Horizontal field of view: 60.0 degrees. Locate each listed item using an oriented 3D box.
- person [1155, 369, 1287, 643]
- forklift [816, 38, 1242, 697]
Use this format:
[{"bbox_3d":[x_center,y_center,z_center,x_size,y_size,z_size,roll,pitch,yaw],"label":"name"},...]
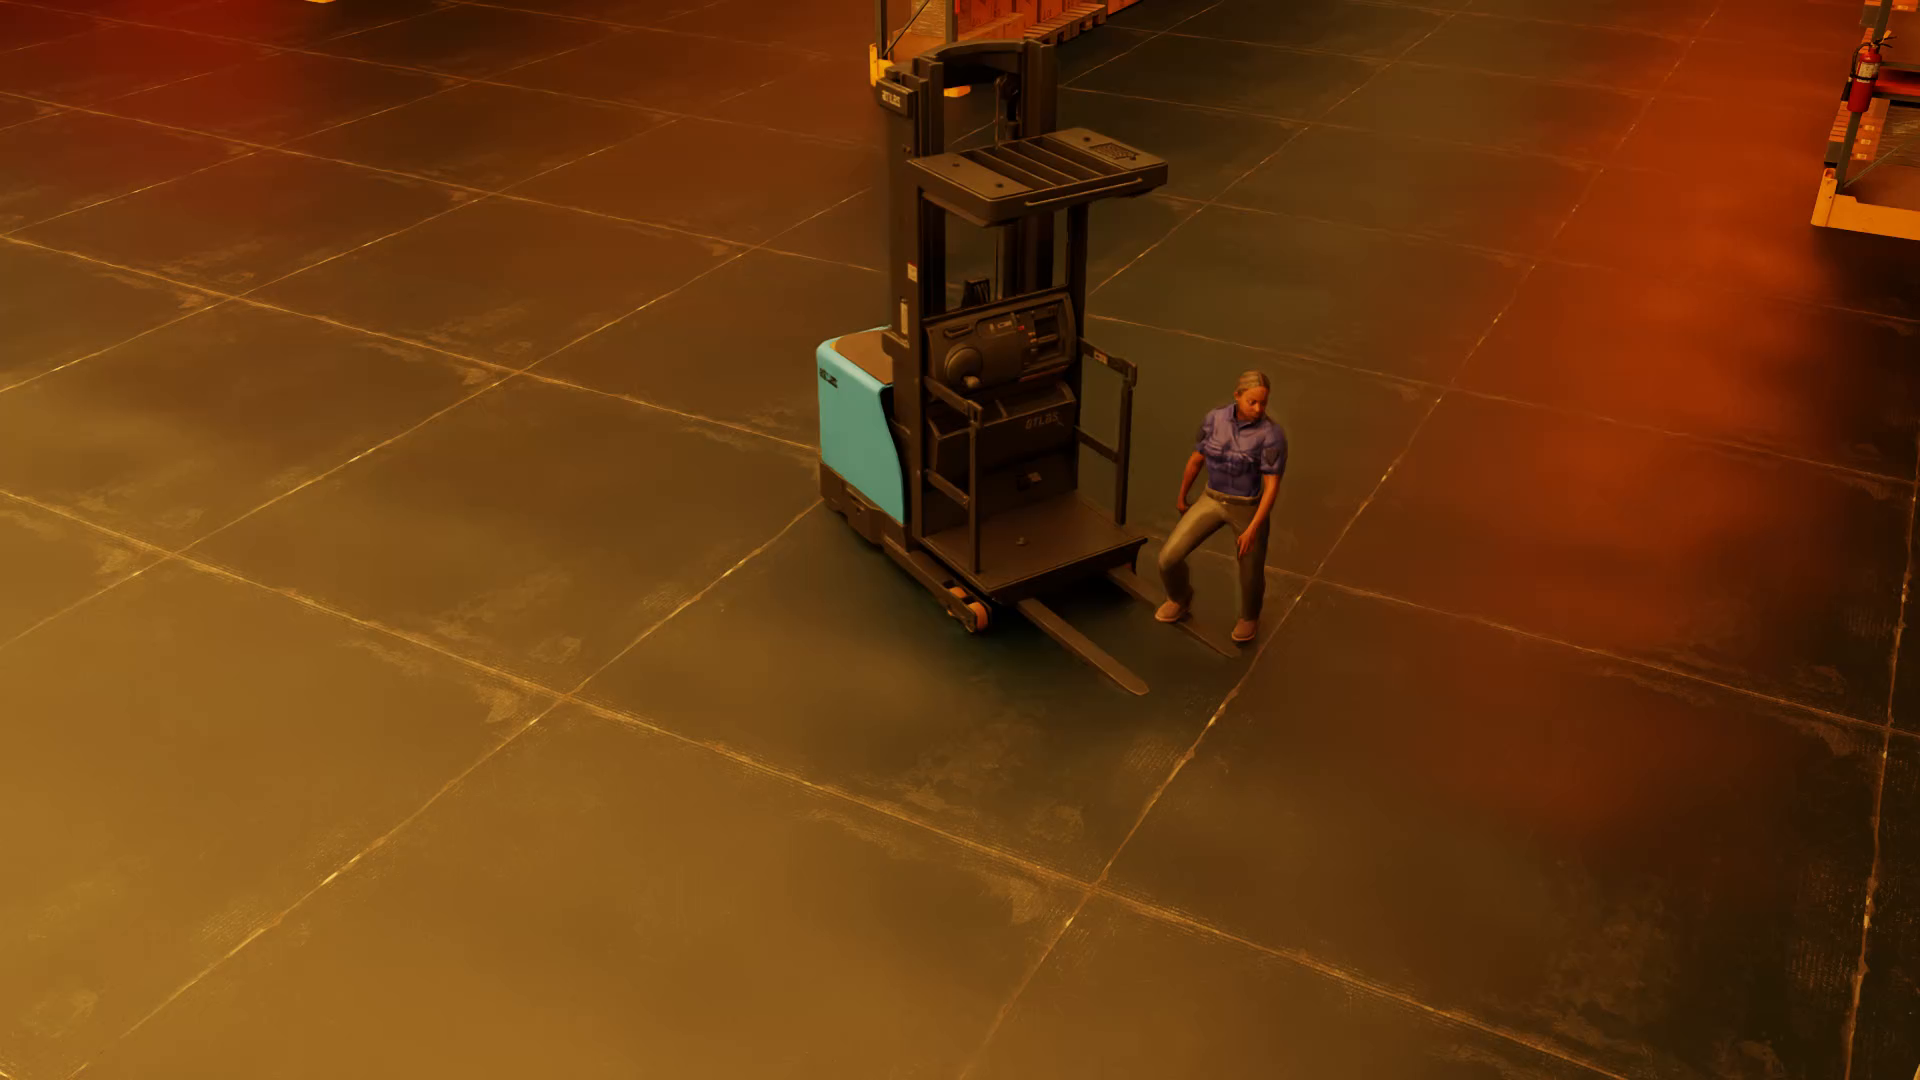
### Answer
[{"bbox_3d":[1.371,-0.131,8.630,0.571,1.611,0.701,13,32,21],"label":"person"},{"bbox_3d":[0.349,-1.031,8.857,1.130,2.935,3.031,-18,35,-28],"label":"forklift"}]
